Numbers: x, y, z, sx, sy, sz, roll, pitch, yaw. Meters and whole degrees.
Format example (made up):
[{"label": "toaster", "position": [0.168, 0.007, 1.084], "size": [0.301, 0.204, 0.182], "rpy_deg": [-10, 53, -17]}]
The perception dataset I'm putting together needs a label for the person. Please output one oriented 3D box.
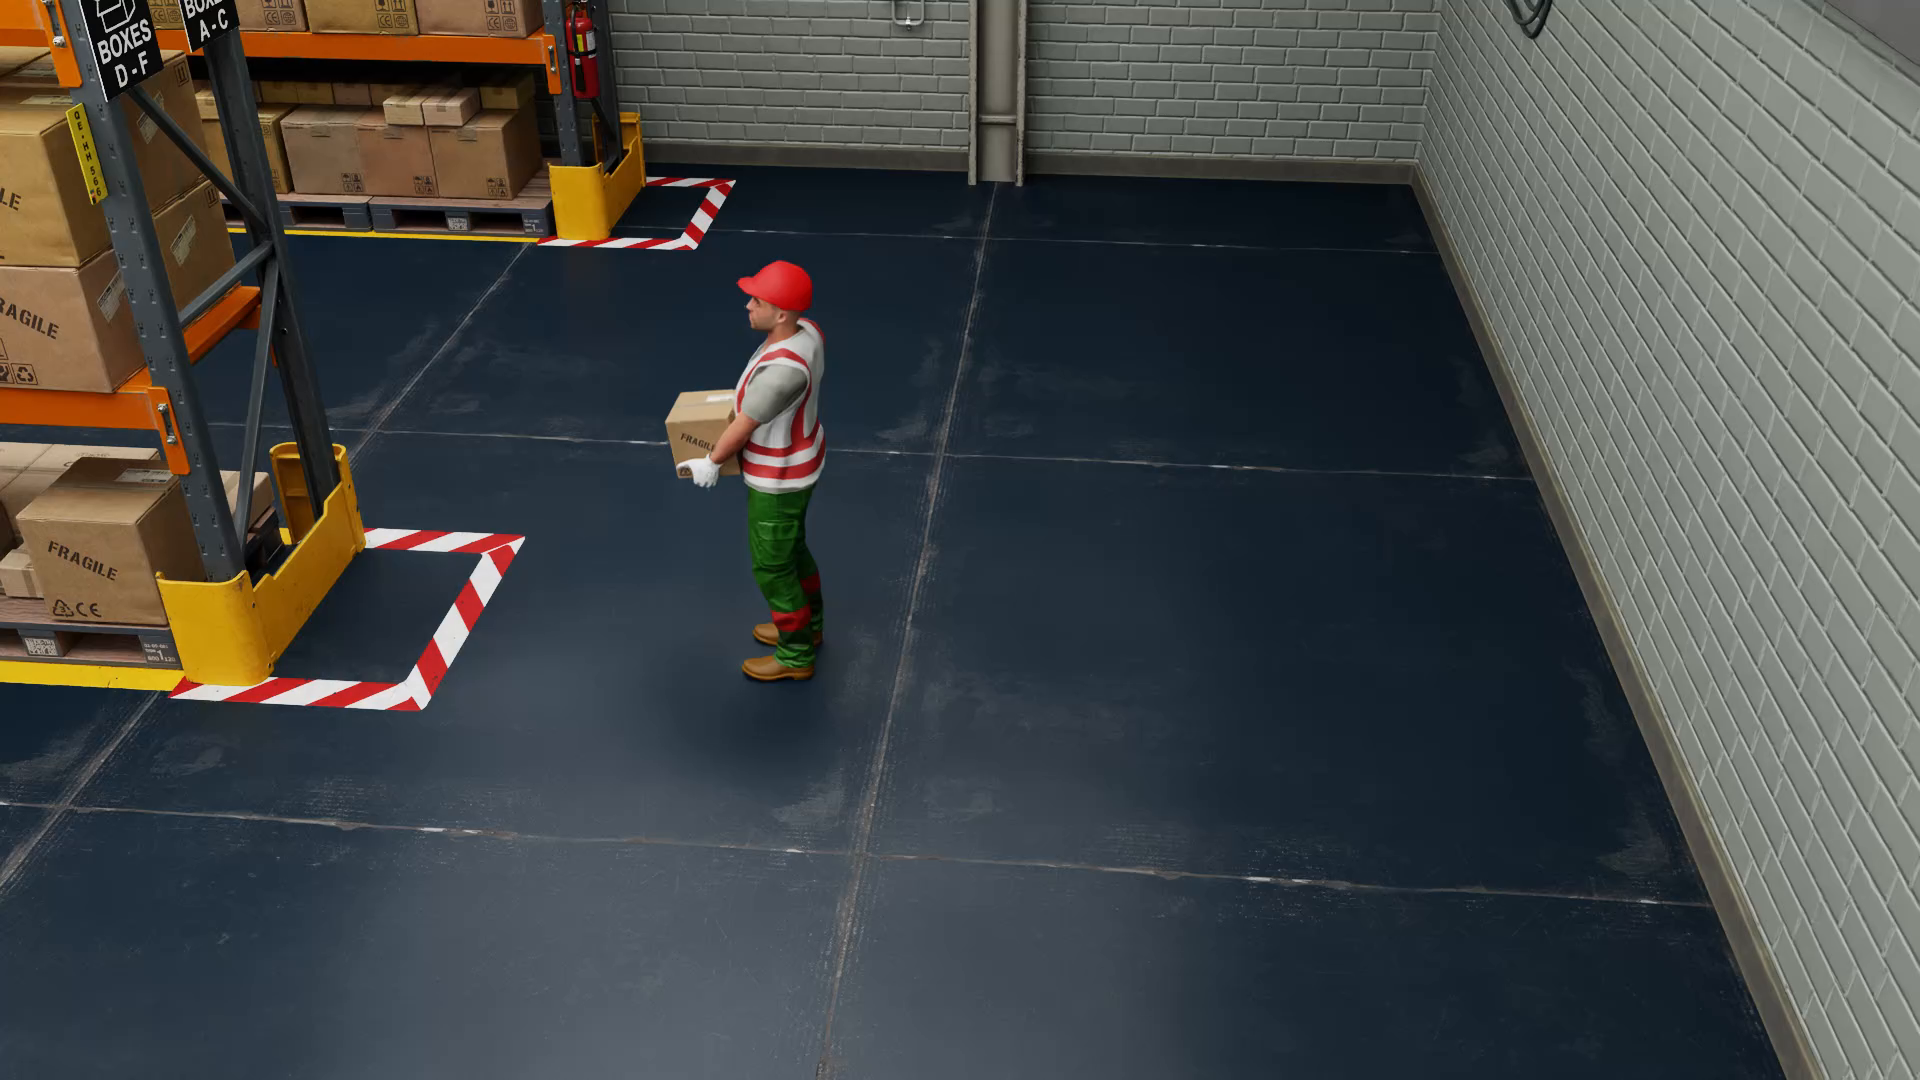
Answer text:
[{"label": "person", "position": [-0.805, -0.262, 6.540], "size": [0.563, 1.784, 0.494], "rpy_deg": [3, 32, 5]}]
